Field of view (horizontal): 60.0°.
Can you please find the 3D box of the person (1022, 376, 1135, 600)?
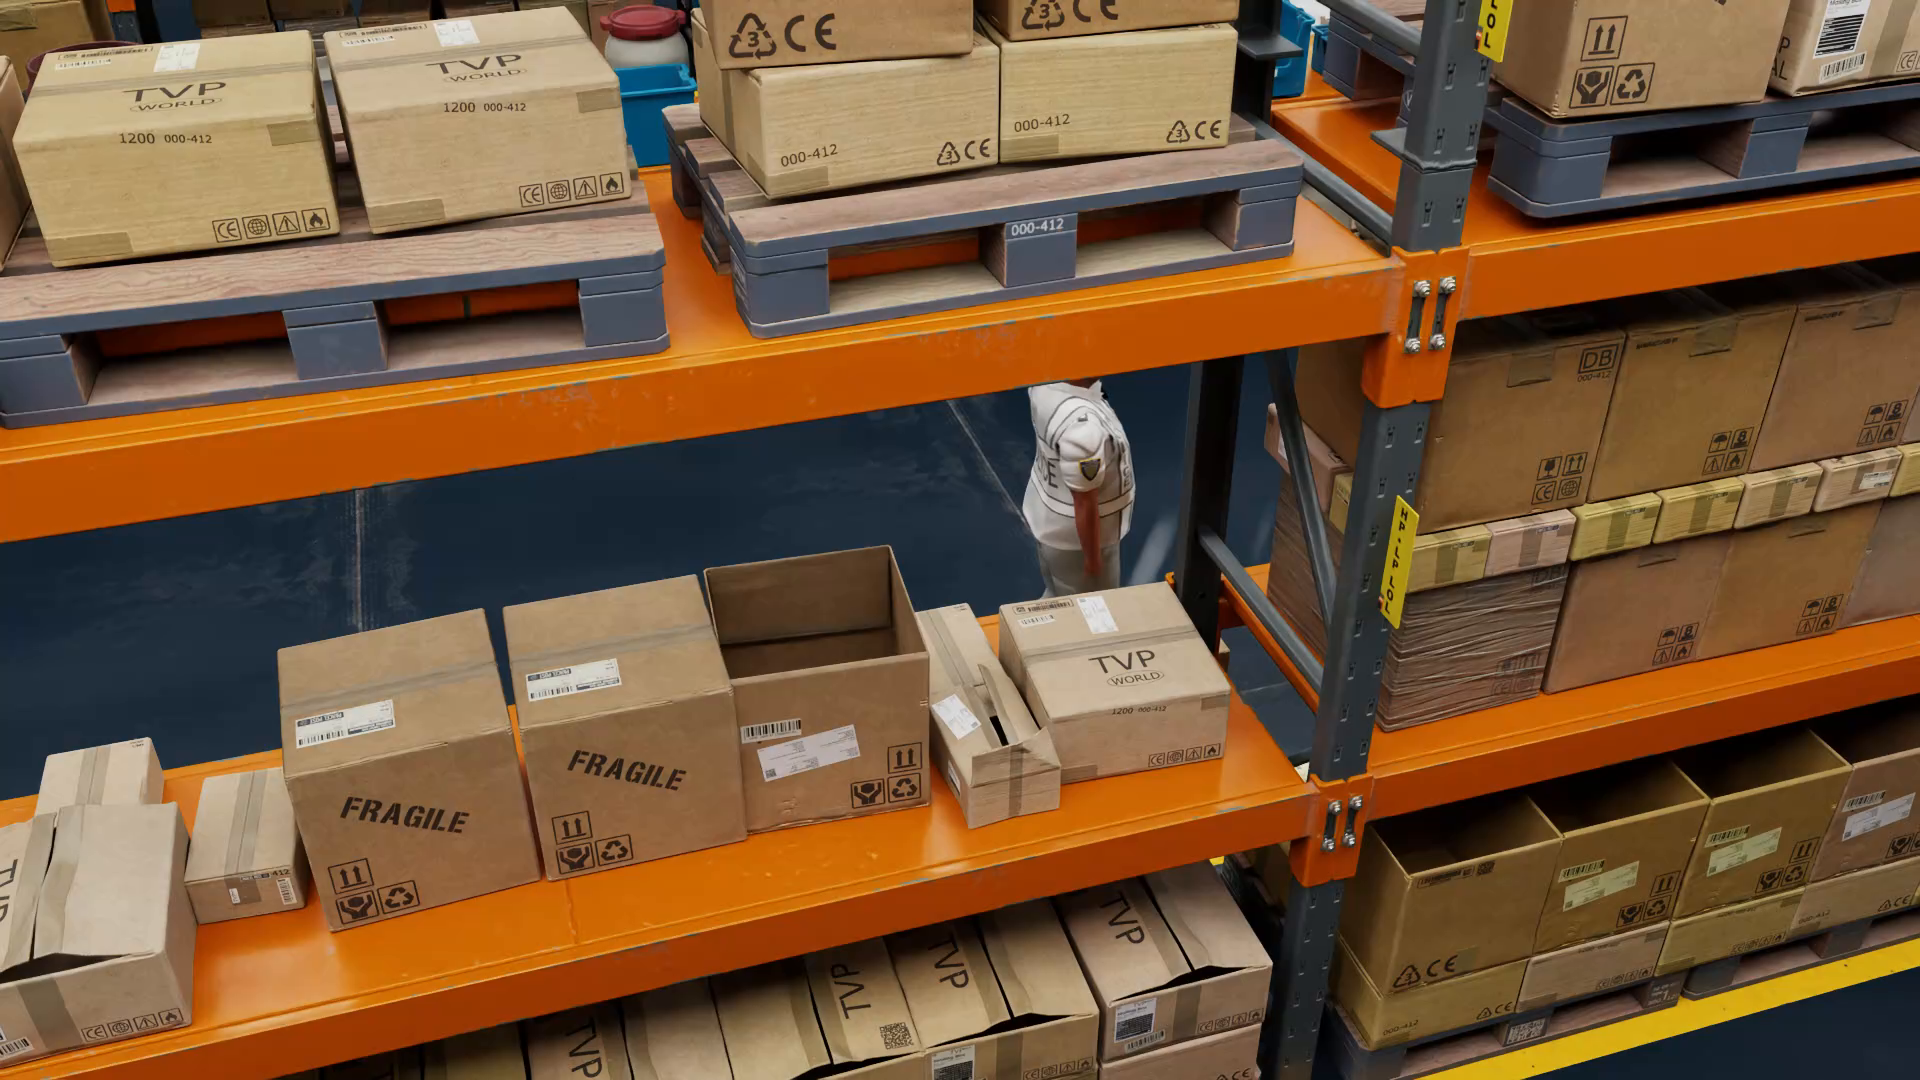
[{"bbox_3d":[0.442,-0.062,6.236,0.393,1.751,0.527,-7,34,-11],"label":"person"}]
